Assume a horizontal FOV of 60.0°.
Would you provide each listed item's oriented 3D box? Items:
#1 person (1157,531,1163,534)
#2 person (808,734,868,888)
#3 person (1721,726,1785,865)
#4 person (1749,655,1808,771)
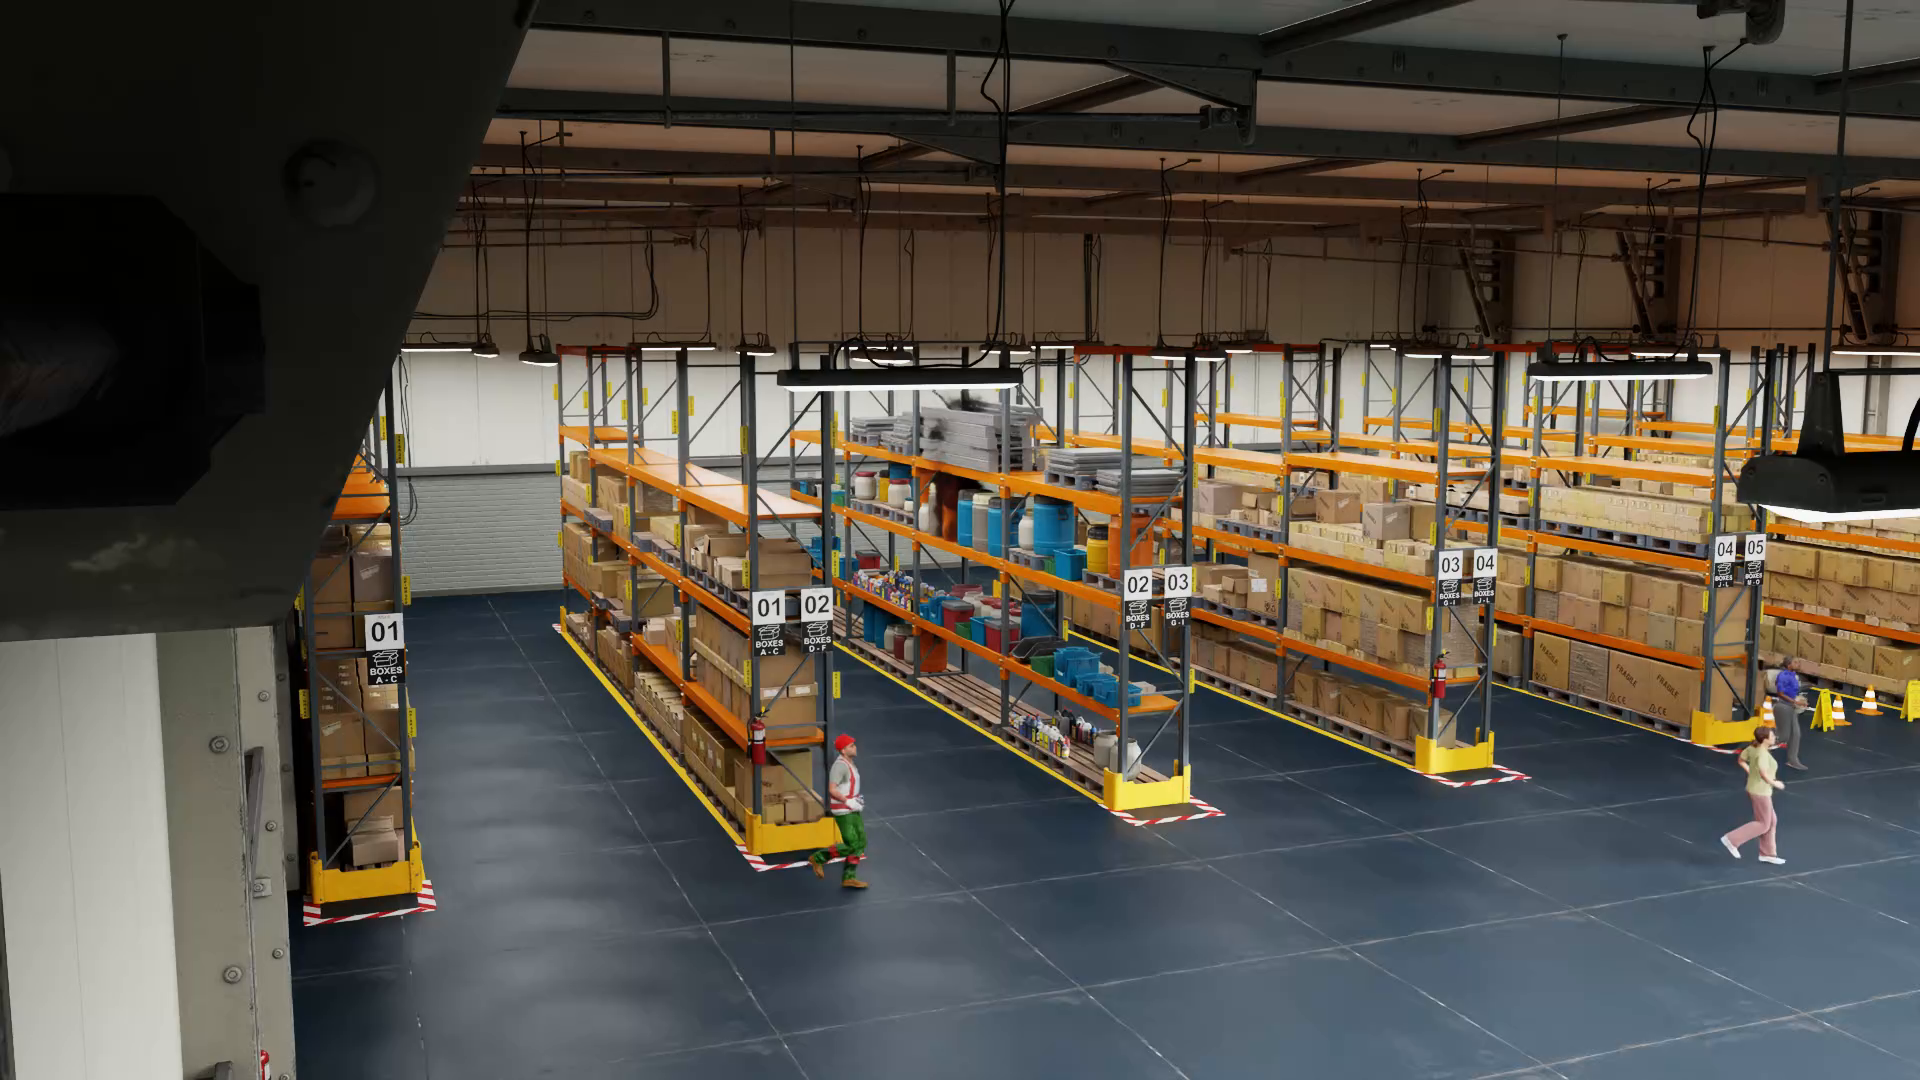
[{"bbox_3d":[4.608,0.586,39.001,0.589,1.601,0.510,0,7,-4],"label":"person"},{"bbox_3d":[-1.366,3.072,18.969,0.670,1.741,0.688,1,7,8],"label":"person"},{"bbox_3d":[9.435,3.020,19.731,0.772,1.669,0.602,1,7,7],"label":"person"},{"bbox_3d":[11.896,2.482,24.071,0.779,1.648,0.600,5,9,34],"label":"person"}]
